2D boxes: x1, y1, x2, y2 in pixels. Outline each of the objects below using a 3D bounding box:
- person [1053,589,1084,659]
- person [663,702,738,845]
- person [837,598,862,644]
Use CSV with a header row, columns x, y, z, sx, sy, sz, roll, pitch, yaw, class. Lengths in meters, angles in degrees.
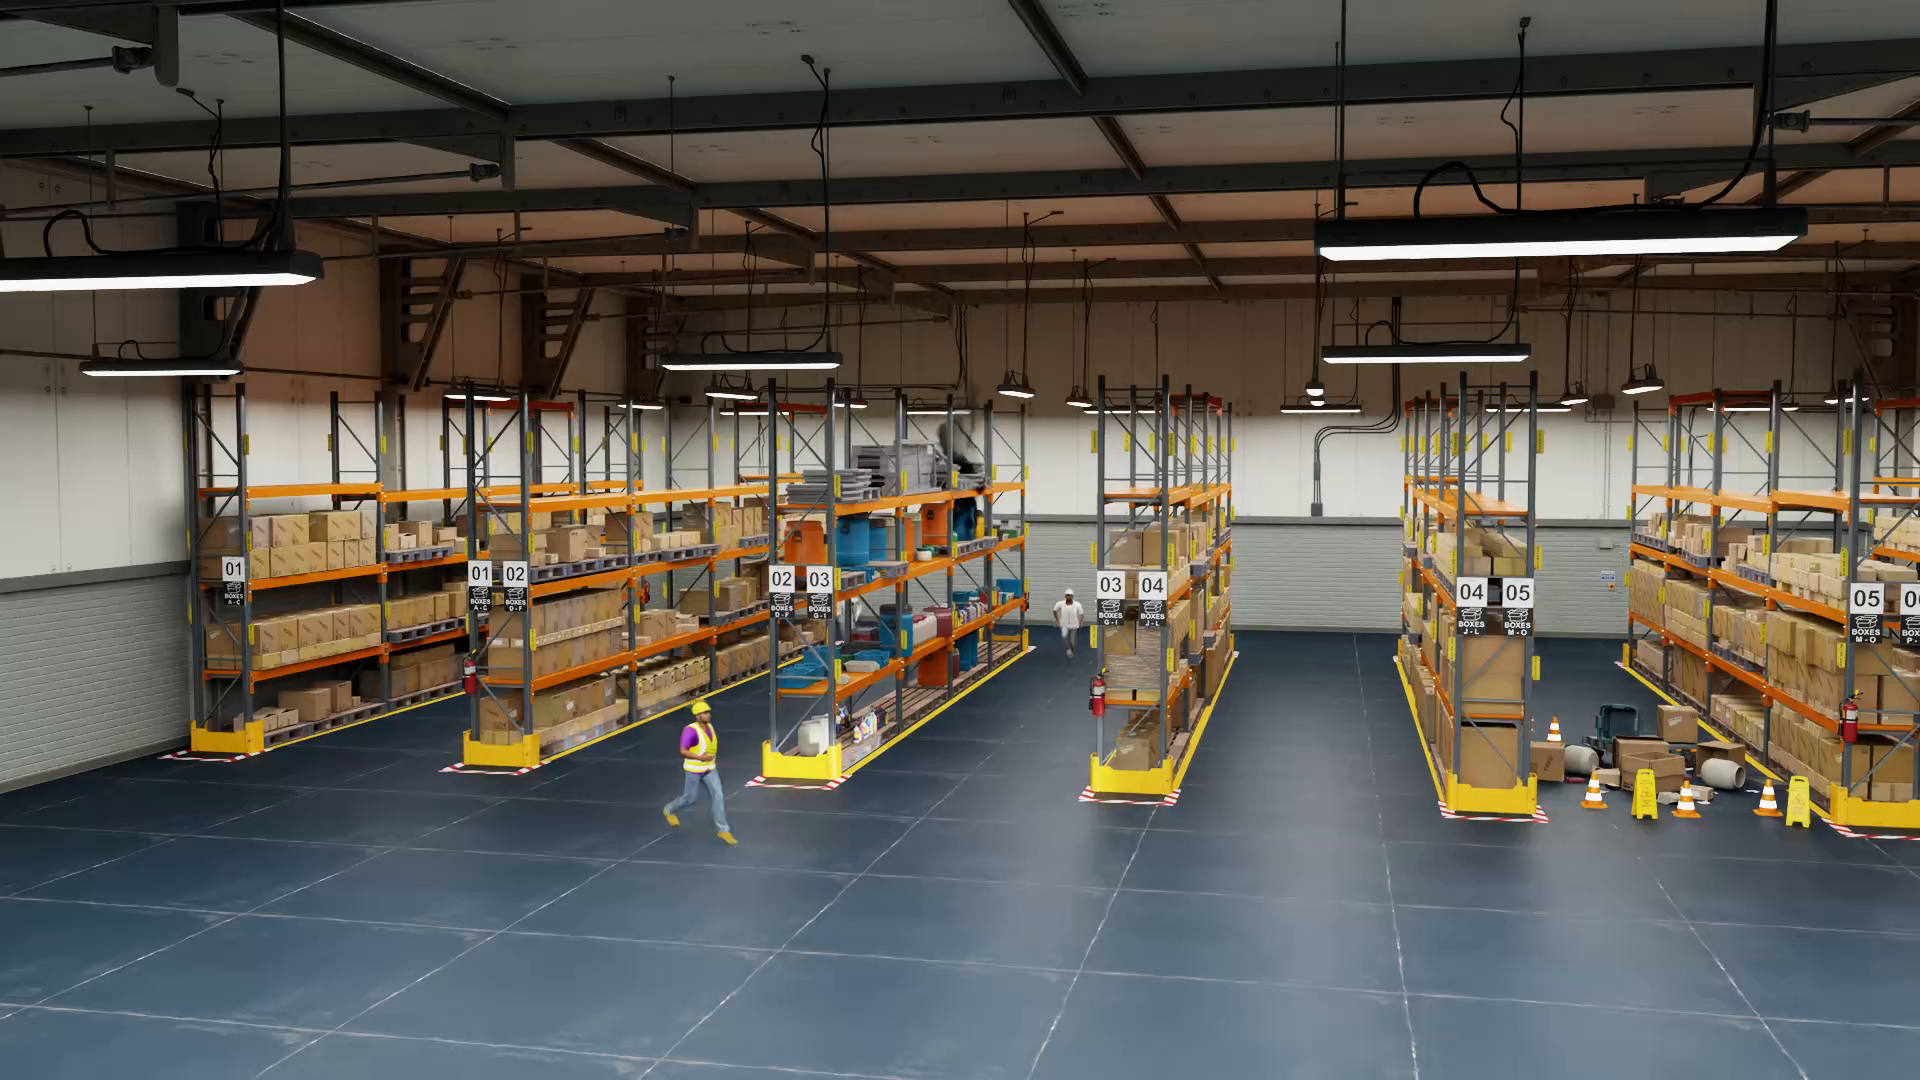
x,y,z,sx,sy,sz,roll,pitch,yaw,class
2.462,1.916,37.623,0.700,1.619,0.930,0,3,1,person
-3.318,2.926,20.999,1.137,1.777,0.662,2,4,37,person
-2.450,1.833,36.019,0.600,1.730,0.693,0,3,8,person
